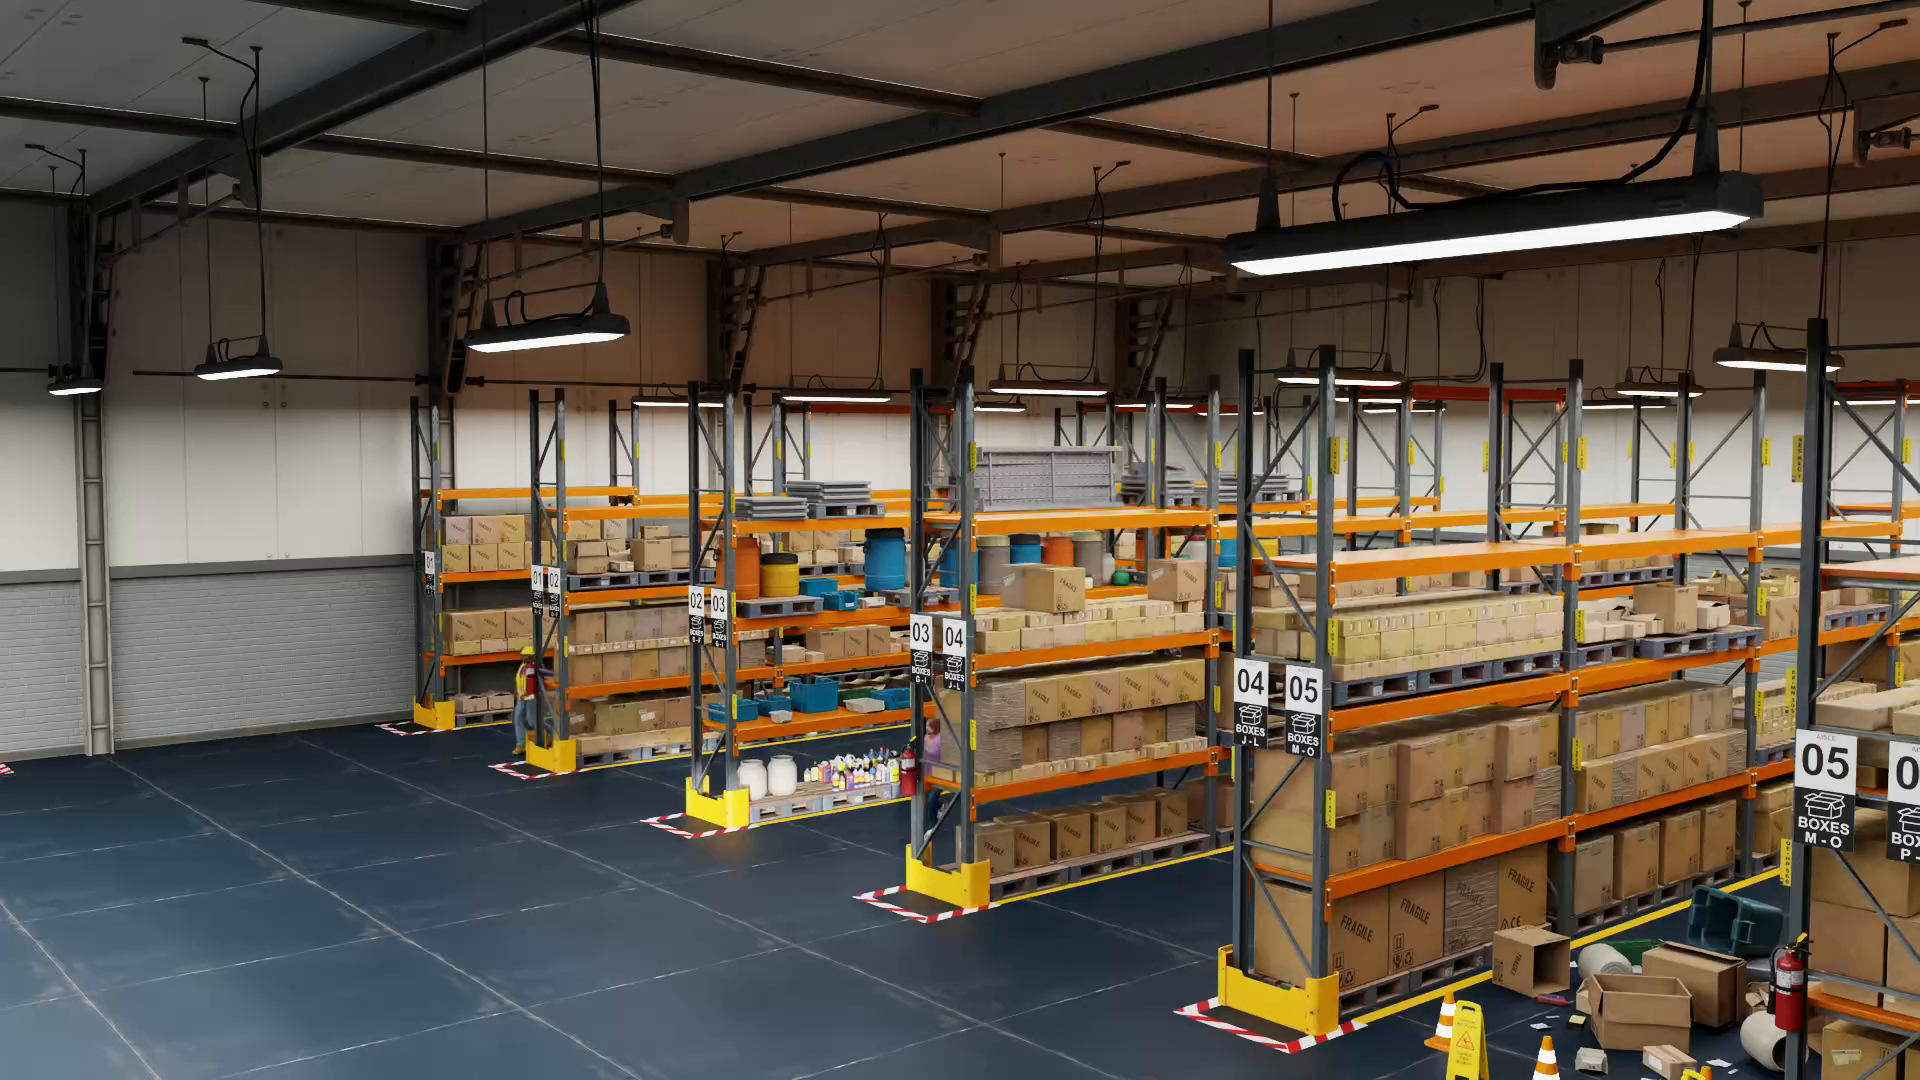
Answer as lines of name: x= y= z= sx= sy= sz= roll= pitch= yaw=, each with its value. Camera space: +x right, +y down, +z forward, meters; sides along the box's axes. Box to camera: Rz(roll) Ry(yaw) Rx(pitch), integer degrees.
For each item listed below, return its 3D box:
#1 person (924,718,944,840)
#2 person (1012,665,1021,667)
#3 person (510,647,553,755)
person: x=-0.291 y=3.108 z=21.826 sx=0.538 sy=1.579 sz=0.614 roll=2 pitch=4 yaw=33
person: x=0.939 y=2.285 z=29.635 sx=0.575 sy=1.735 sz=0.881 roll=3 pitch=5 yaw=44
person: x=-7.150 y=2.658 z=27.756 sx=0.701 sy=1.774 sz=0.870 roll=3 pitch=4 yaw=37
